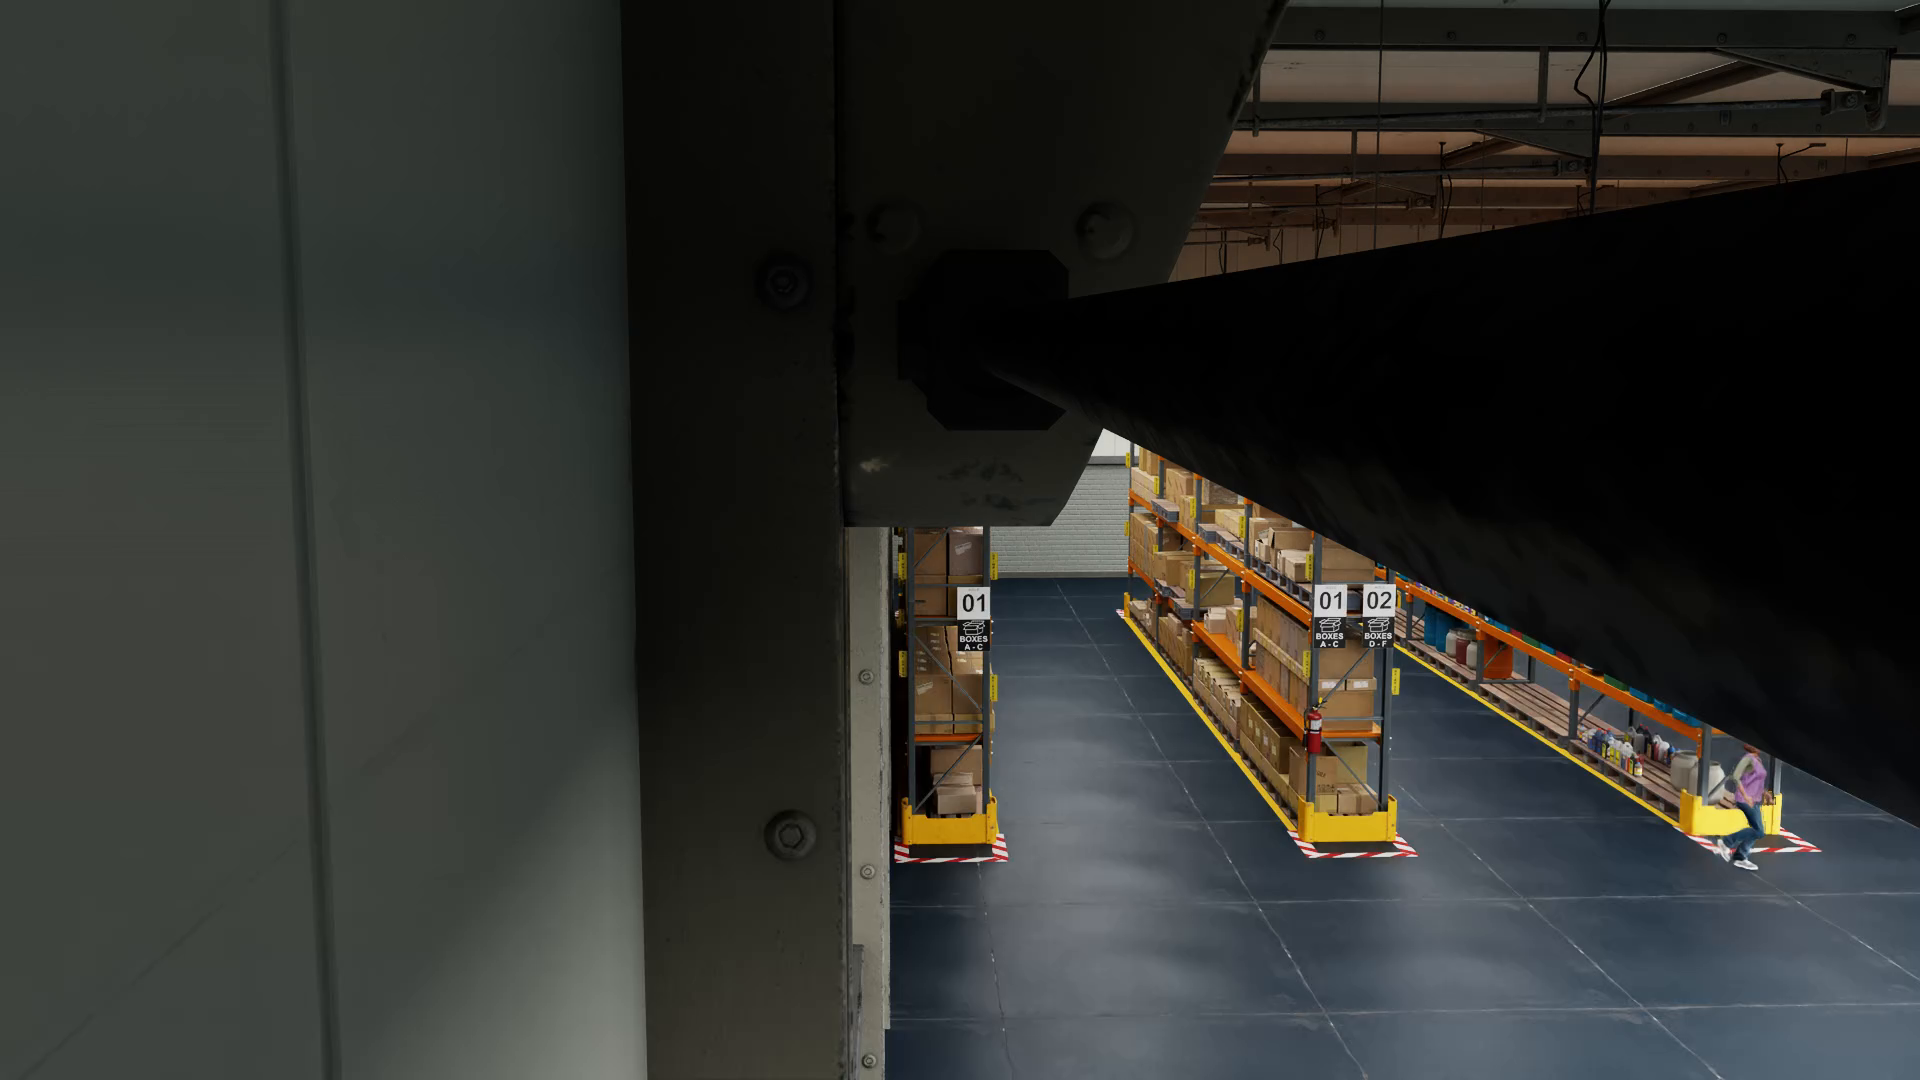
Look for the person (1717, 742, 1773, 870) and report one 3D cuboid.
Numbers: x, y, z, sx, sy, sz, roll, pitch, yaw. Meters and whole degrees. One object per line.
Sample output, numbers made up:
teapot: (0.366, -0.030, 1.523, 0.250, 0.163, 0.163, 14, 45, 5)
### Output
person: (9.277, 3.071, 19.589, 0.523, 1.533, 0.594, 5, 9, 35)
